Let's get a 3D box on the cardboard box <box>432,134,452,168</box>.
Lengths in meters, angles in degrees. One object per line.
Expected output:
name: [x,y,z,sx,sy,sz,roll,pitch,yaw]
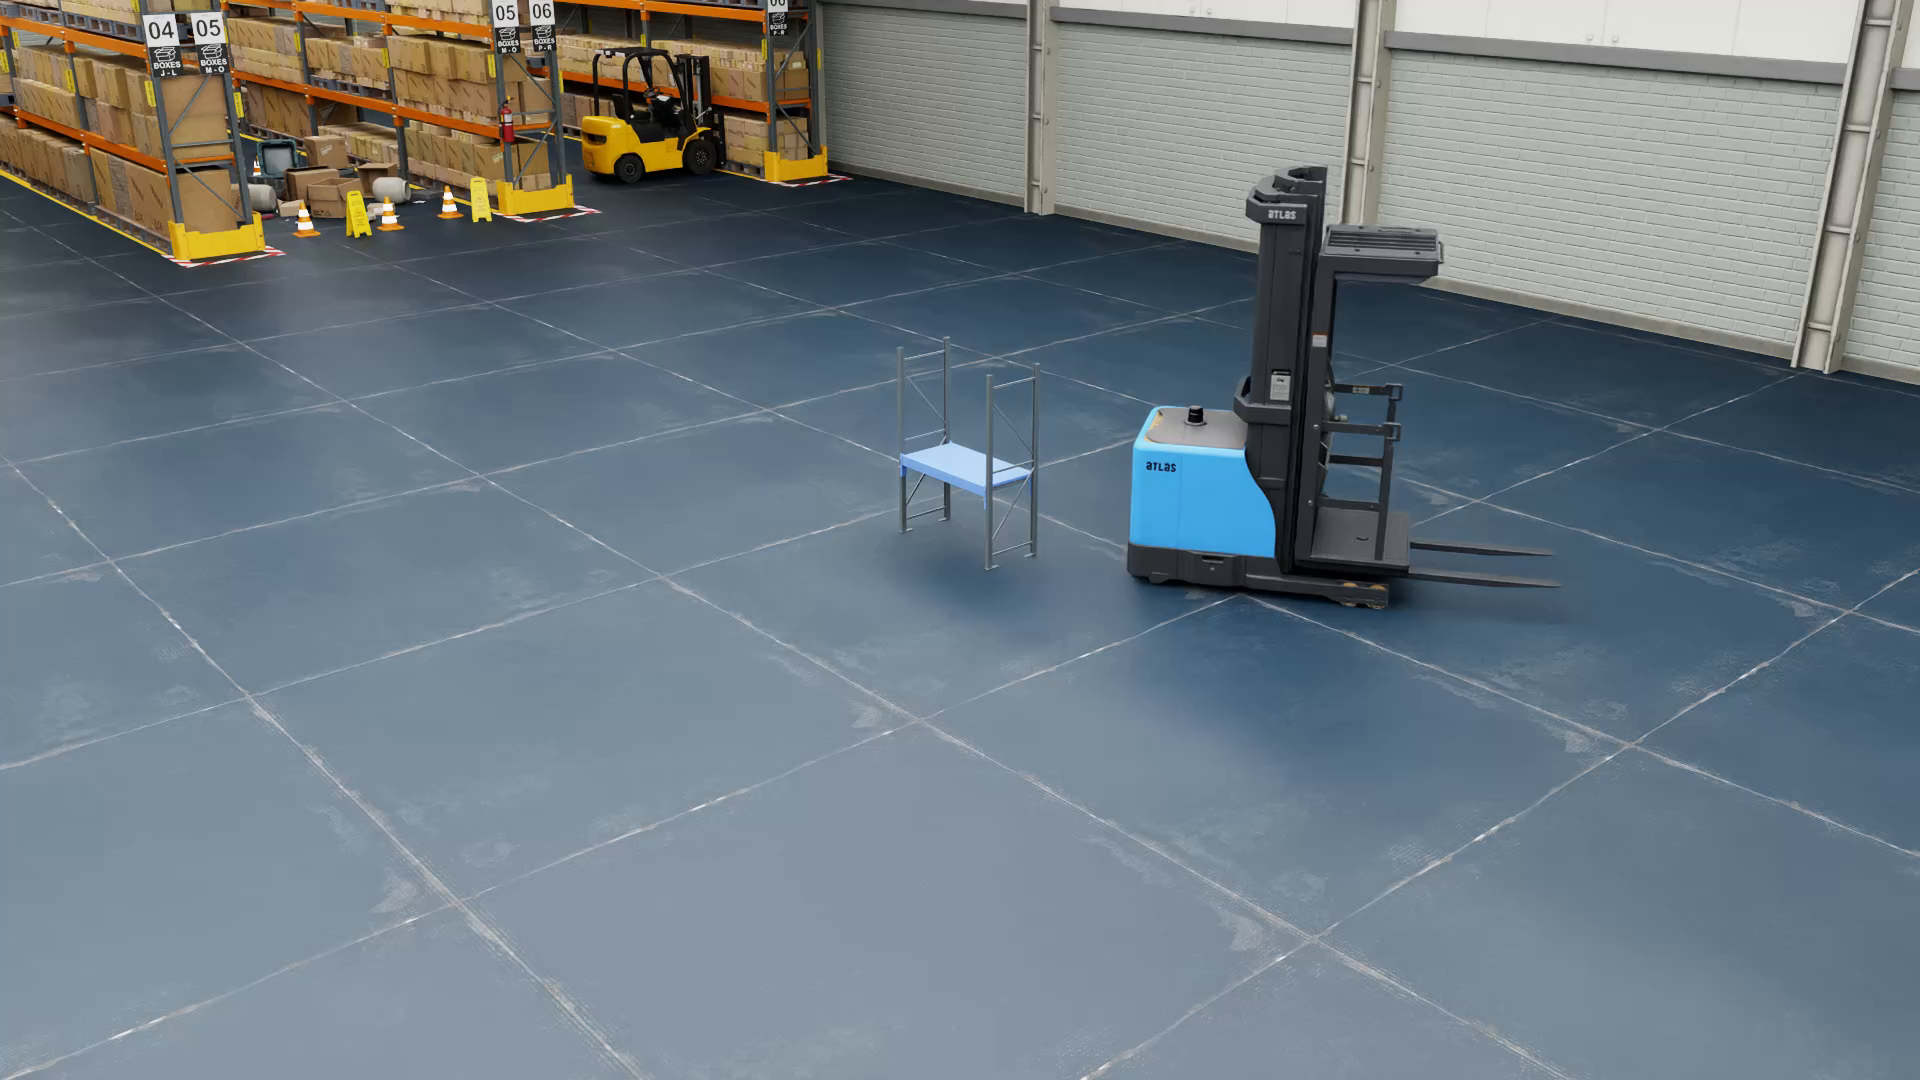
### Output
cardboard box: [-8.385,-6.464,27.541,0.500,0.500,0.500,-16,26,-35]

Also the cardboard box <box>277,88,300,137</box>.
cardboard box: [-12.839,-8.485,32.872,0.875,0.875,0.875,-17,27,-37]

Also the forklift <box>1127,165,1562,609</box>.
forklift: [2.798,-1.091,11.750,3.031,2.935,1.130,5,22,14]

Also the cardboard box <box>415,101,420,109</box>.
cardboard box: [-8.898,-7.312,27.884,0.380,0.149,0.250,-18,27,-38]

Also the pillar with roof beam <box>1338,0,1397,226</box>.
pillar with roof beam: [1.908,-6.653,17.632,9.100,9.000,0.400,-17,27,-37]

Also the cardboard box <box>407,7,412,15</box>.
cardboard box: [-8.869,-8.723,27.374,0.380,0.149,0.250,-17,27,-37]

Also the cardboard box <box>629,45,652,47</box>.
cardboard box: [-6.076,-9.356,31.731,0.380,0.149,0.250,-18,28,-38]

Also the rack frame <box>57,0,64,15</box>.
rack frame: [-12.945,-9.303,24.397,1.000,3.000,0.127,-17,27,-37]

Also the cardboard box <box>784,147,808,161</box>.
cardboard box: [-3.064,-6.891,29.659,0.500,0.250,0.500,-17,27,-37]

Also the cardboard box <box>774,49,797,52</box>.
cardboard box: [-3.076,-8.512,29.170,0.380,0.149,0.250,-16,27,-36]

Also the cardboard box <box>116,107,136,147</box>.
cardboard box: [-11.634,-6.034,24.071,0.875,0.550,0.500,-17,27,-37]

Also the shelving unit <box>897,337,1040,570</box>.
shelving unit: [0.056,-0.675,12.650,0.538,1.500,1.048,-17,27,-37]

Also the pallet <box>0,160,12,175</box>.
pallet: [-16.857,-6.869,30.233,1.003,0.211,1.213,-17,27,-37]

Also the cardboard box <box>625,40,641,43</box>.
cardboard box: [-6.362,-9.760,32.763,0.380,0.149,0.250,-18,27,-38]

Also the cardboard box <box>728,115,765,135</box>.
cardboard box: [-3.767,-7.367,29.503,0.500,0.250,0.500,-17,27,-36]

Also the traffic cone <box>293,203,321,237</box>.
traffic cone: [-9.605,-4.708,24.369,0.336,0.463,0.334,-17,27,-37]

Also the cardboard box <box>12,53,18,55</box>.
cardboard box: [-17.084,-8.724,30.097,0.380,0.149,0.250,-19,28,-39]

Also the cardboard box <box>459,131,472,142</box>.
cardboard box: [-7.823,-6.492,26.723,0.380,0.149,0.250,-17,27,-37]

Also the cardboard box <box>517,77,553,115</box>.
cardboard box: [-6.749,-6.993,26.179,0.500,0.500,0.500,-18,28,-38]

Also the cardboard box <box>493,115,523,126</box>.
cardboard box: [-7.056,-6.546,25.929,0.380,0.149,0.250,-16,27,-36]

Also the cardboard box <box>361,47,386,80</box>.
cardboard box: [-10.061,-8.306,28.957,0.500,0.500,0.500,-17,27,-37]

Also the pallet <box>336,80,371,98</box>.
pallet: [-10.549,-8.194,30.056,1.003,0.211,1.213,-17,27,-37]

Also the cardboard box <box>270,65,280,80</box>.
cardboard box: [-13.061,-9.109,32.334,0.500,0.250,0.500,-18,28,-38]

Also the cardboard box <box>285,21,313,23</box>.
cardboard box: [-12.992,-9.949,32.764,0.500,0.500,0.500,-17,27,-37]

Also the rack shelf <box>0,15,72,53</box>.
rack shelf: [-14.250,-8.124,26.486,1.077,0.370,4.000,-17,27,-37]

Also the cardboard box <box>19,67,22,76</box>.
cardboard box: [-16.402,-8.299,29.421,0.380,0.149,0.250,-17,27,-37]

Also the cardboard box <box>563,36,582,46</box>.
cardboard box: [-7.767,-10.056,33.518,0.380,0.149,0.250,-17,27,-36]

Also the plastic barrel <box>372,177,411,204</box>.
plastic barrel: [-9.145,-5.621,26.756,0.512,0.421,0.421,0,21,-1]

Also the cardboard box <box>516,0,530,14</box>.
cardboard box: [-6.776,-8.278,25.692,0.500,0.250,0.500,-18,28,-38]

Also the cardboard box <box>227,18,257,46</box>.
cardboard box: [-14.413,-10.248,33.528,0.500,0.500,0.500,-17,27,-37]

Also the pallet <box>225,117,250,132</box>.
pallet: [-14.920,-8.856,35.306,1.003,0.211,1.213,-17,27,-37]

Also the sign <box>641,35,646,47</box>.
sign: [-5.908,-9.269,31.057,0.100,0.325,0.005,-17,27,-37]

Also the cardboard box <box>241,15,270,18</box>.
cardboard box: [-14.610,-10.627,34.496,0.500,0.500,0.500,-17,27,-37]

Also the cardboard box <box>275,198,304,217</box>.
cardboard box: [-10.428,-5.200,25.896,0.396,0.266,0.258,-12,25,-28]

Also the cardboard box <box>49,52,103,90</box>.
cardboard box: [-13.940,-7.439,26.355,0.700,0.500,0.500,-17,27,-37]

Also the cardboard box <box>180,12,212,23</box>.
cardboard box: [-10.315,-7.097,22.510,0.380,0.149,0.250,-17,27,-37]

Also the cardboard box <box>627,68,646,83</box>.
cardboard box: [-6.030,-8.906,31.814,0.500,0.250,0.500,-17,27,-36]

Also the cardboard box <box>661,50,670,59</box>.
cardboard box: [-5.324,-9.025,30.887,0.380,0.149,0.250,-17,27,-36]

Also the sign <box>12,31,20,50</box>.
sign: [-17.749,-9.392,31.263,0.100,0.325,0.005,-17,27,-37]

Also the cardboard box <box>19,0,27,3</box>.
cardboard box: [-14.588,-8.679,26.327,0.500,0.311,0.500,-18,28,-38]

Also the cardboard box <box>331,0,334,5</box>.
cardboard box: [-10.855,-9.851,29.768,0.797,0.503,0.637,-17,27,-37]

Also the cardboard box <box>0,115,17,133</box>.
cardboard box: [-16.859,-7.403,29.596,0.500,0.250,0.500,-17,27,-36]

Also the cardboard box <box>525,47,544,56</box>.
cardboard box: [-8.833,-10.172,34.611,0.380,0.149,0.250,-17,27,-36]

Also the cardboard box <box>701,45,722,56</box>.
cardboard box: [-4.443,-8.825,29.969,0.380,0.149,0.250,-17,27,-37]

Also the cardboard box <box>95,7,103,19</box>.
cardboard box: [-11.803,-7.359,23.178,0.380,0.149,0.250,-17,27,-37]

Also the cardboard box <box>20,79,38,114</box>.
cardboard box: [-15.133,-7.333,27.456,0.500,0.500,0.500,-18,28,-38]

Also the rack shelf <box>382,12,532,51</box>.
rack shelf: [-7.955,-8.225,26.744,1.077,0.370,4.000,-17,27,-37]

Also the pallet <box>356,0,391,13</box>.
pallet: [-9.583,-9.221,28.558,1.213,0.211,1.003,-17,27,-37]

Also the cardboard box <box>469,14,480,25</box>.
cardboard box: [-7.282,-7.983,25.485,0.380,0.149,0.250,-17,27,-37]

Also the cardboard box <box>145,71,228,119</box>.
cardboard box: [-10.547,-6.089,22.730,0.875,0.550,0.550,-17,27,-37]

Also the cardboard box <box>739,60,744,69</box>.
cardboard box: [-3.643,-8.321,29.089,0.380,0.149,0.250,-17,27,-36]

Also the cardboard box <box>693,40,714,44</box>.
cardboard box: [-4.750,-9.220,30.977,0.380,0.149,0.250,-18,28,-38]

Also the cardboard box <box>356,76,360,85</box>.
cardboard box: [-10.461,-8.156,29.463,0.380,0.149,0.250,-17,27,-37]
